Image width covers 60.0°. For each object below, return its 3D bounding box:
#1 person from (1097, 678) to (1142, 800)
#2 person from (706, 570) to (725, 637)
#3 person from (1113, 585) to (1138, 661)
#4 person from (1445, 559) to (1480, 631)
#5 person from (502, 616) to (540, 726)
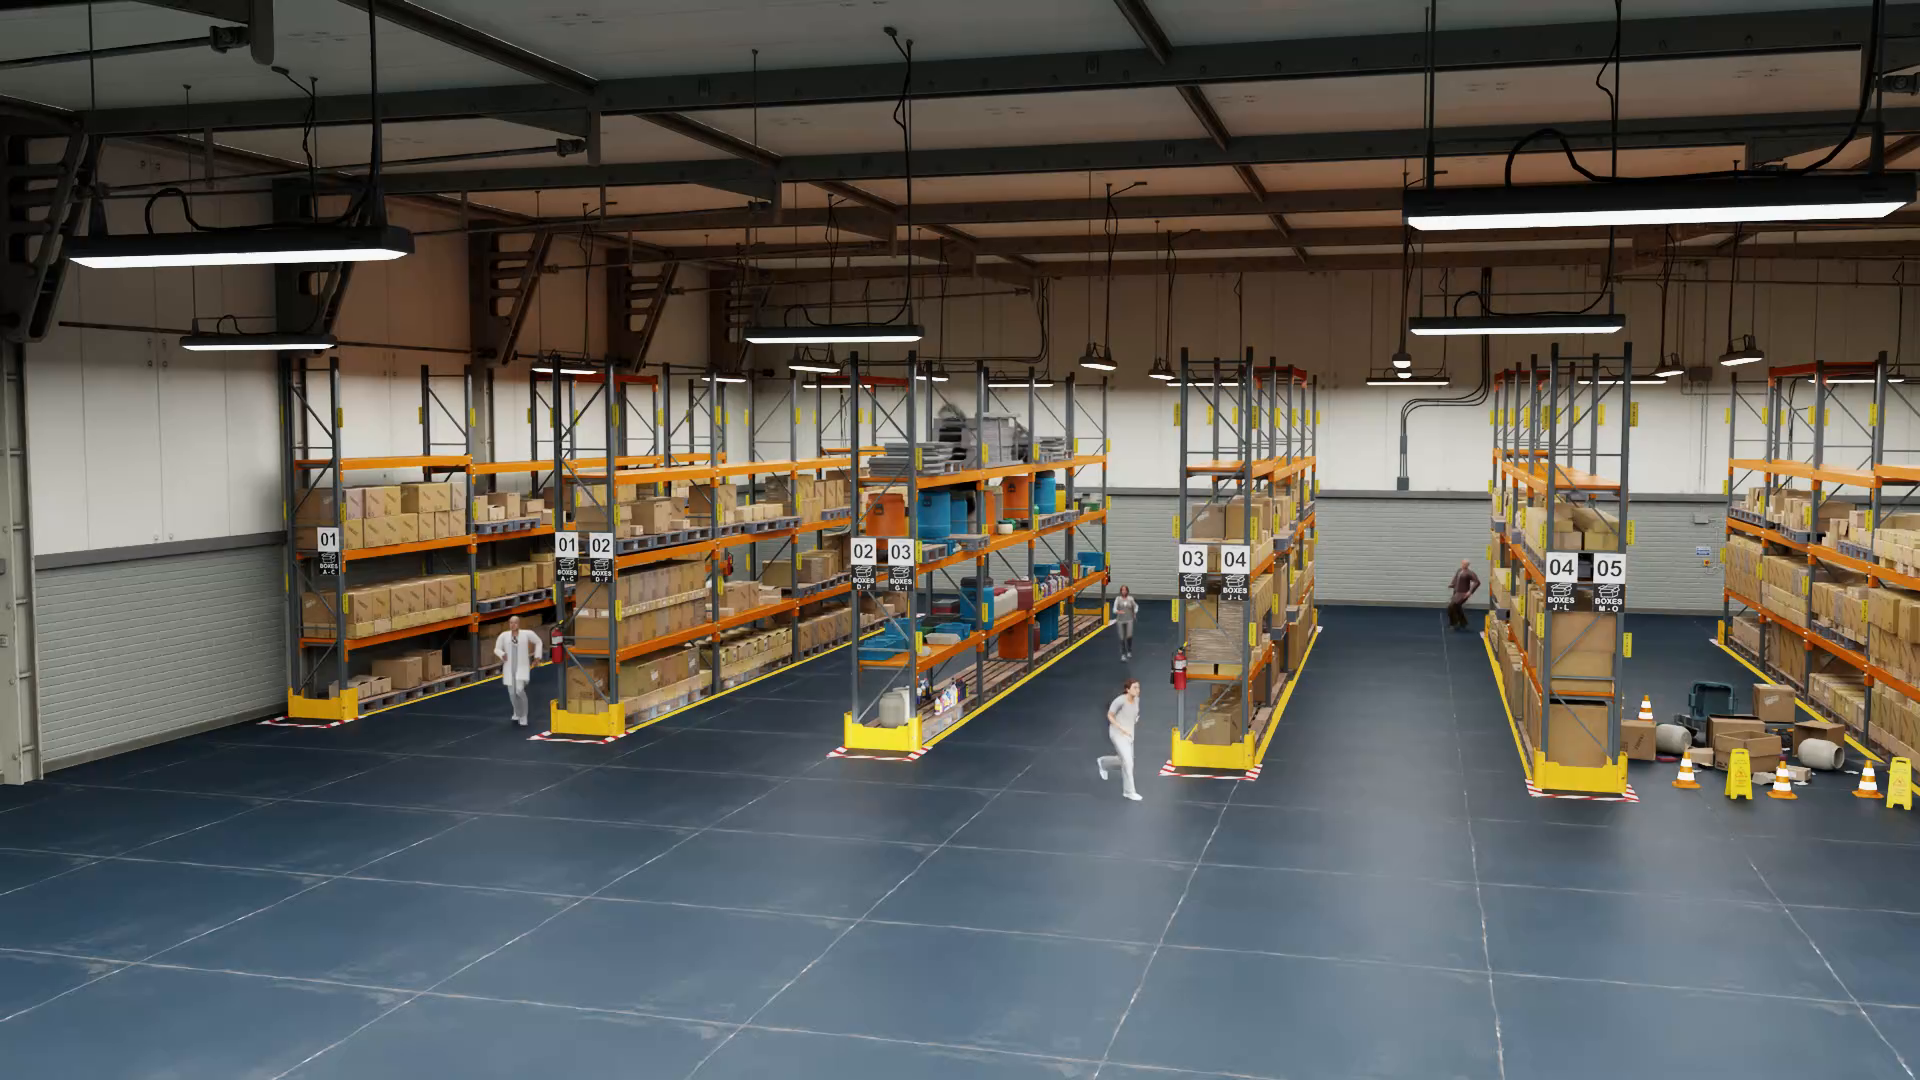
[{"bbox_3d":[2.085,2.596,22.028,0.538,1.617,0.786,-3,5,-35],"label":"person"},{"bbox_3d":[-5.445,1.472,36.980,0.603,1.671,0.782,1,4,7],"label":"person"},{"bbox_3d":[3.383,1.702,34.021,0.511,1.570,0.636,0,4,7],"label":"person"},{"bbox_3d":[11.743,1.303,38.908,0.690,1.765,0.824,-1,4,-13],"label":"person"},{"bbox_3d":[-7.212,2.149,27.108,0.687,1.840,0.796,0,4,-1],"label":"person"}]
